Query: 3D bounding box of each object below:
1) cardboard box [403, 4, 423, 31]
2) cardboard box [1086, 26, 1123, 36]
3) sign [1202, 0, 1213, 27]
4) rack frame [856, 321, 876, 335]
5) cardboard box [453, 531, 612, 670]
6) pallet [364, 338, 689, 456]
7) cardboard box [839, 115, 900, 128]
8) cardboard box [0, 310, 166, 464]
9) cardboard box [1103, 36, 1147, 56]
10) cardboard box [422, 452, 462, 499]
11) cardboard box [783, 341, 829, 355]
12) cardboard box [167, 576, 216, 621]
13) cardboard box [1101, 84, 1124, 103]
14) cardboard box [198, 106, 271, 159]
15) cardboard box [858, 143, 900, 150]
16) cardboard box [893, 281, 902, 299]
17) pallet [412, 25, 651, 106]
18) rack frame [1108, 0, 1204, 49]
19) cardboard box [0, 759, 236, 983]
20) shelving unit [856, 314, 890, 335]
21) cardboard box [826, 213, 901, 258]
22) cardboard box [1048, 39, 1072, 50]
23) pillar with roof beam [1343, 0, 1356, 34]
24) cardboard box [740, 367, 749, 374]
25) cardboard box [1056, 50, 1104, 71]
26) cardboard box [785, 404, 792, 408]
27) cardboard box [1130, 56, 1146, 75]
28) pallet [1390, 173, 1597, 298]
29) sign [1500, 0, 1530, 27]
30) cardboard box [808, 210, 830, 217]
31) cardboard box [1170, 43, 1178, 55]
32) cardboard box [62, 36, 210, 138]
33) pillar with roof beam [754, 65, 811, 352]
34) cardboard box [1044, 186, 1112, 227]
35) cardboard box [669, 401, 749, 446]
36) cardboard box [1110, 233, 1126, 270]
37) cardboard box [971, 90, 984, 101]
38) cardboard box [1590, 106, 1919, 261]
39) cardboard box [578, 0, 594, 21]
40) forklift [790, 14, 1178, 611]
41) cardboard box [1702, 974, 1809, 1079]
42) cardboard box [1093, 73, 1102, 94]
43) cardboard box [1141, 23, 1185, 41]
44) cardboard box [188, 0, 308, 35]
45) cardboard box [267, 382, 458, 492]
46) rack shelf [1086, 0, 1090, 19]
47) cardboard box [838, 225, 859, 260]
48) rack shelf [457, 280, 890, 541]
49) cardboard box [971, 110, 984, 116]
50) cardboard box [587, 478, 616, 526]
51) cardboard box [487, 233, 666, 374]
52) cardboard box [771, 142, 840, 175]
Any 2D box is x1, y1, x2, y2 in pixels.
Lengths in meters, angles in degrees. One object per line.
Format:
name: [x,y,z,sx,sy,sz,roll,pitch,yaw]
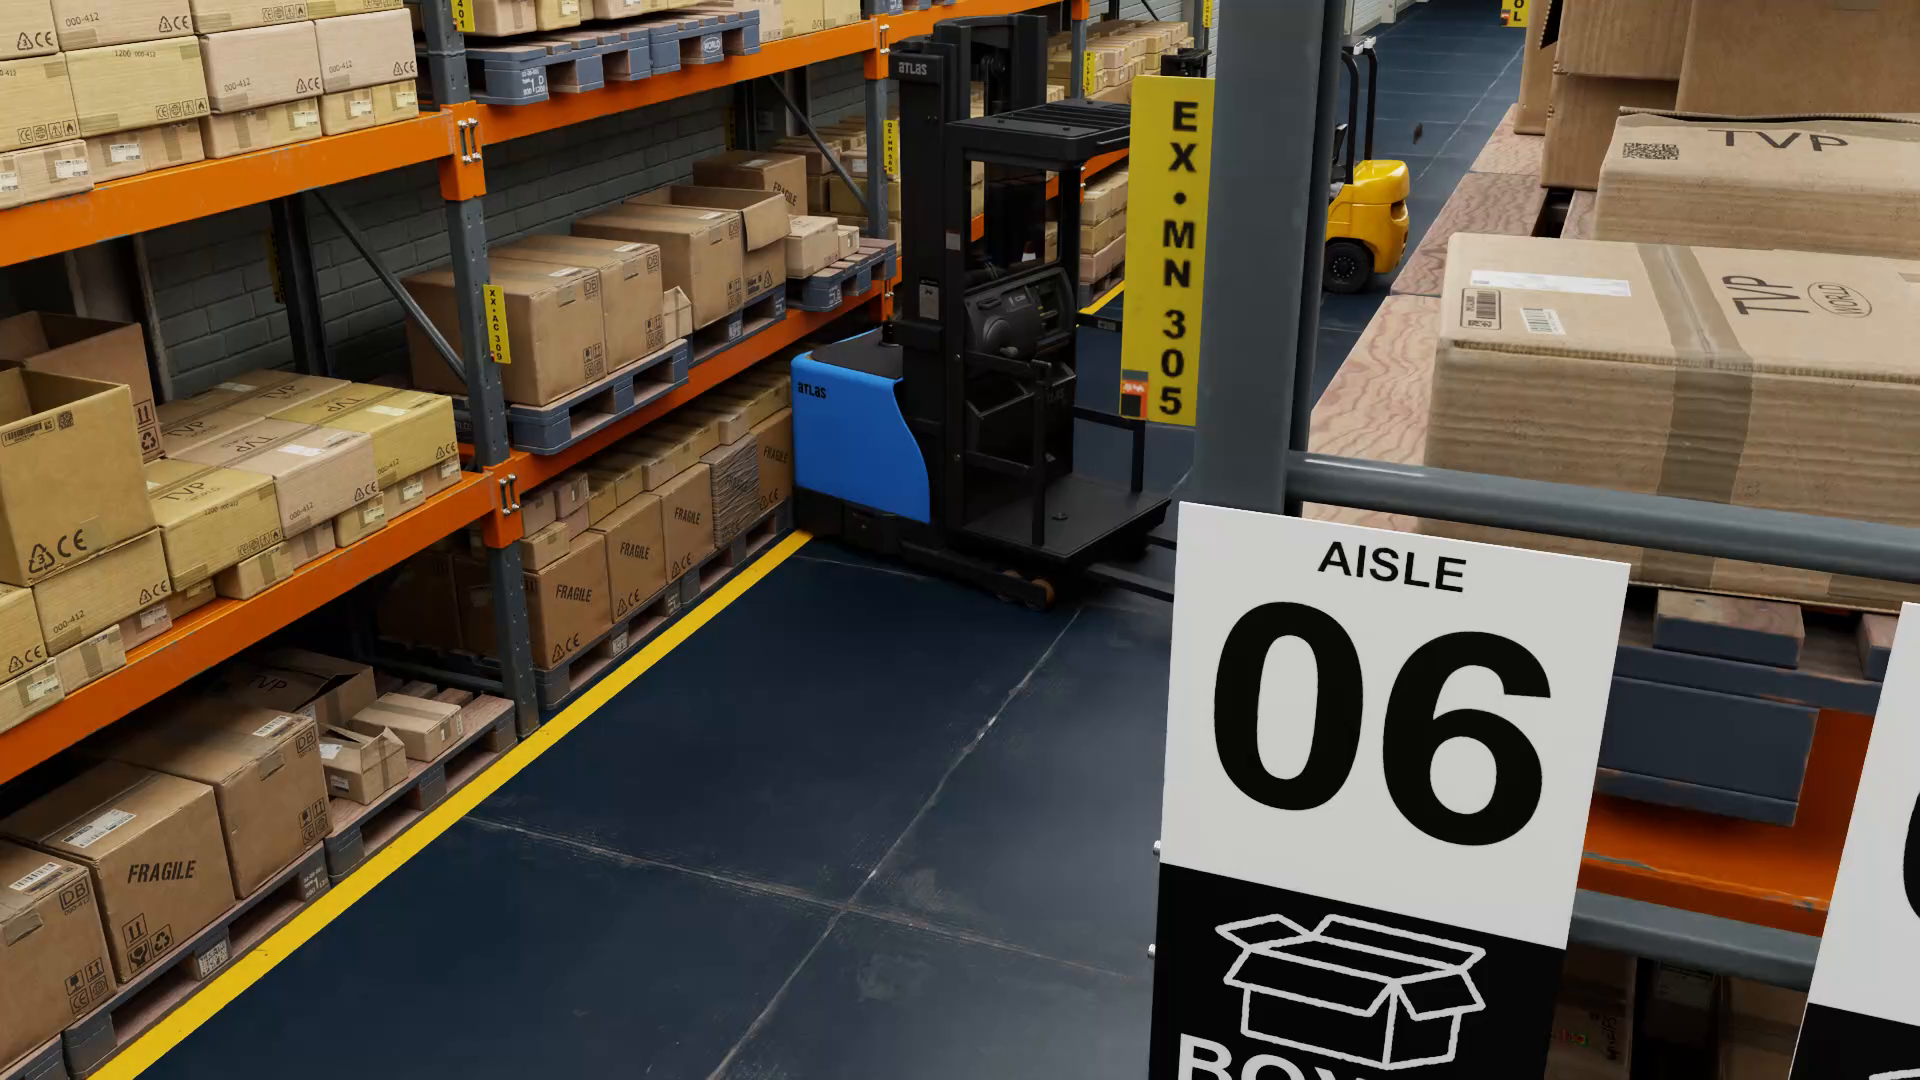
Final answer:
cardboard box: [-2.374,-2.193,6.868,0.380,0.149,0.250,9,24,20]
cardboard box: [1.393,-4.982,16.428,0.380,0.149,0.250,9,24,20]
sign: [2.534,-5.422,17.028,0.100,0.325,0.005,9,24,20]
rack frame: [-0.576,-0.836,10.390,0.008,1.050,0.200,-18,29,-37]
cardboard box: [-2.034,0.252,7.952,0.500,0.500,0.500,10,25,22]
pallet: [-2.024,-0.748,7.898,1.003,0.211,1.213,9,24,20]
cardboard box: [-0.646,-2.964,11.982,0.380,0.149,0.250,8,24,19]
cardboard box: [-3.222,-0.486,5.857,0.500,0.500,0.500,8,24,19]
cardboard box: [1.534,-4.635,15.598,0.380,0.149,0.250,9,24,21]
cardboard box: [-2.306,-0.300,6.903,0.380,0.149,0.250,9,24,21]
cardboard box: [-0.885,-1.124,10.407,0.380,0.149,0.250,8,24,17]
cardboard box: [-2.848,0.154,5.815,0.380,0.149,0.250,9,24,21]
cardboard box: [1.135,-3.786,14.791,0.500,0.500,0.500,9,24,21]
cardboard box: [-2.578,-1.394,5.631,0.380,0.149,0.250,9,24,20]
cardboard box: [-0.447,-2.511,10.898,0.380,0.149,0.250,9,24,21]
cardboard box: [-0.457,-1.552,12.110,0.875,0.625,0.625,10,25,22]
pallet: [-2.115,-2.087,7.207,1.213,0.211,1.003,9,24,20]
rack frame: [2.035,-4.861,17.495,1.000,3.000,0.127,9,24,20]
cardboard box: [-2.950,1.144,5.817,0.500,0.500,0.500,9,24,21]
shelving unit: [-0.483,-0.867,10.462,0.252,1.050,0.215,-18,29,-37]
cardboard box: [-0.545,-2.052,10.966,0.500,0.250,0.500,9,24,20]
cardboard box: [0.893,-4.523,15.329,0.380,0.149,0.250,8,24,19]
pillar with roof beam: [11.623,-13.334,29.996,9.100,9.000,0.400,9,24,20]
cardboard box: [-1.543,-1.104,10.359,0.380,0.149,0.250,10,25,22]
cardboard box: [1.043,-4.183,14.514,0.380,0.149,0.250,8,24,19]
cardboard box: [-1.089,-0.678,10.181,0.500,0.500,0.500,8,24,19]
cardboard box: [1.505,-4.402,15.424,0.380,0.149,0.250,8,24,19]
pallet: [1.420,-0.474,3.216,1.003,0.211,1.213,9,24,20]
sign: [1.680,-1.699,4.955,0.100,0.325,0.005,9,24,20]
cardboard box: [-1.007,-2.126,11.143,0.500,0.250,0.500,8,24,19]
cardboard box: [1.946,-4.862,16.527,0.380,0.149,0.250,9,24,21]
cardboard box: [-2.753,-1.441,5.225,0.500,0.250,0.500,9,24,21]
pillar with roof beam: [2.708,-4.745,9.435,9.100,9.000,0.400,9,24,20]
cardboard box: [1.020,-2.944,14.631,0.500,0.250,0.500,8,24,19]
cardboard box: [-1.403,-0.654,9.281,0.380,0.149,0.250,8,24,18]
cardboard box: [1.211,-2.664,15.258,0.500,0.250,0.500,8,24,19]
cardboard box: [-0.022,-3.502,13.270,0.380,0.149,0.250,9,24,20]
cardboard box: [1.304,-0.537,2.693,0.500,0.311,0.500,9,24,21]
cardboard box: [-1.810,-2.317,7.164,0.380,0.149,0.250,9,24,21]
forklift: [0.497,-1.207,8.838,3.031,2.935,1.130,16,28,34]
cardboard box: [1.091,0.680,1.961,0.380,0.149,0.250,9,24,21]
cardboard box: [1.007,-3.944,14.329,0.380,0.149,0.250,9,24,21]
cardboard box: [2.035,-5.092,16.692,0.380,0.149,0.250,9,24,20]
cardboard box: [-2.566,-1.851,5.559,0.500,0.250,0.500,8,24,19]
cardboard box: [-2.385,-0.417,6.666,0.500,0.250,0.500,9,24,21]
rack shelf: [1.292,-5.197,15.342,1.077,0.370,4.000,9,24,20]
cardboard box: [-0.824,-1.786,9.914,0.380,0.149,0.250,9,24,21]
rack shelf: [-1.679,-0.950,9.066,1.077,0.370,4.000,9,24,20]
cardboard box: [0.155,-3.053,12.196,0.380,0.149,0.250,8,24,19]
cardboard box: [-1.926,-0.200,8.194,0.380,0.149,0.250,7,24,17]
cardboard box: [-1.842,-1.133,7.895,0.700,0.500,0.500,9,24,21]
cardboard box: [-1.003,-2.489,10.845,0.380,0.149,0.250,10,25,22]
